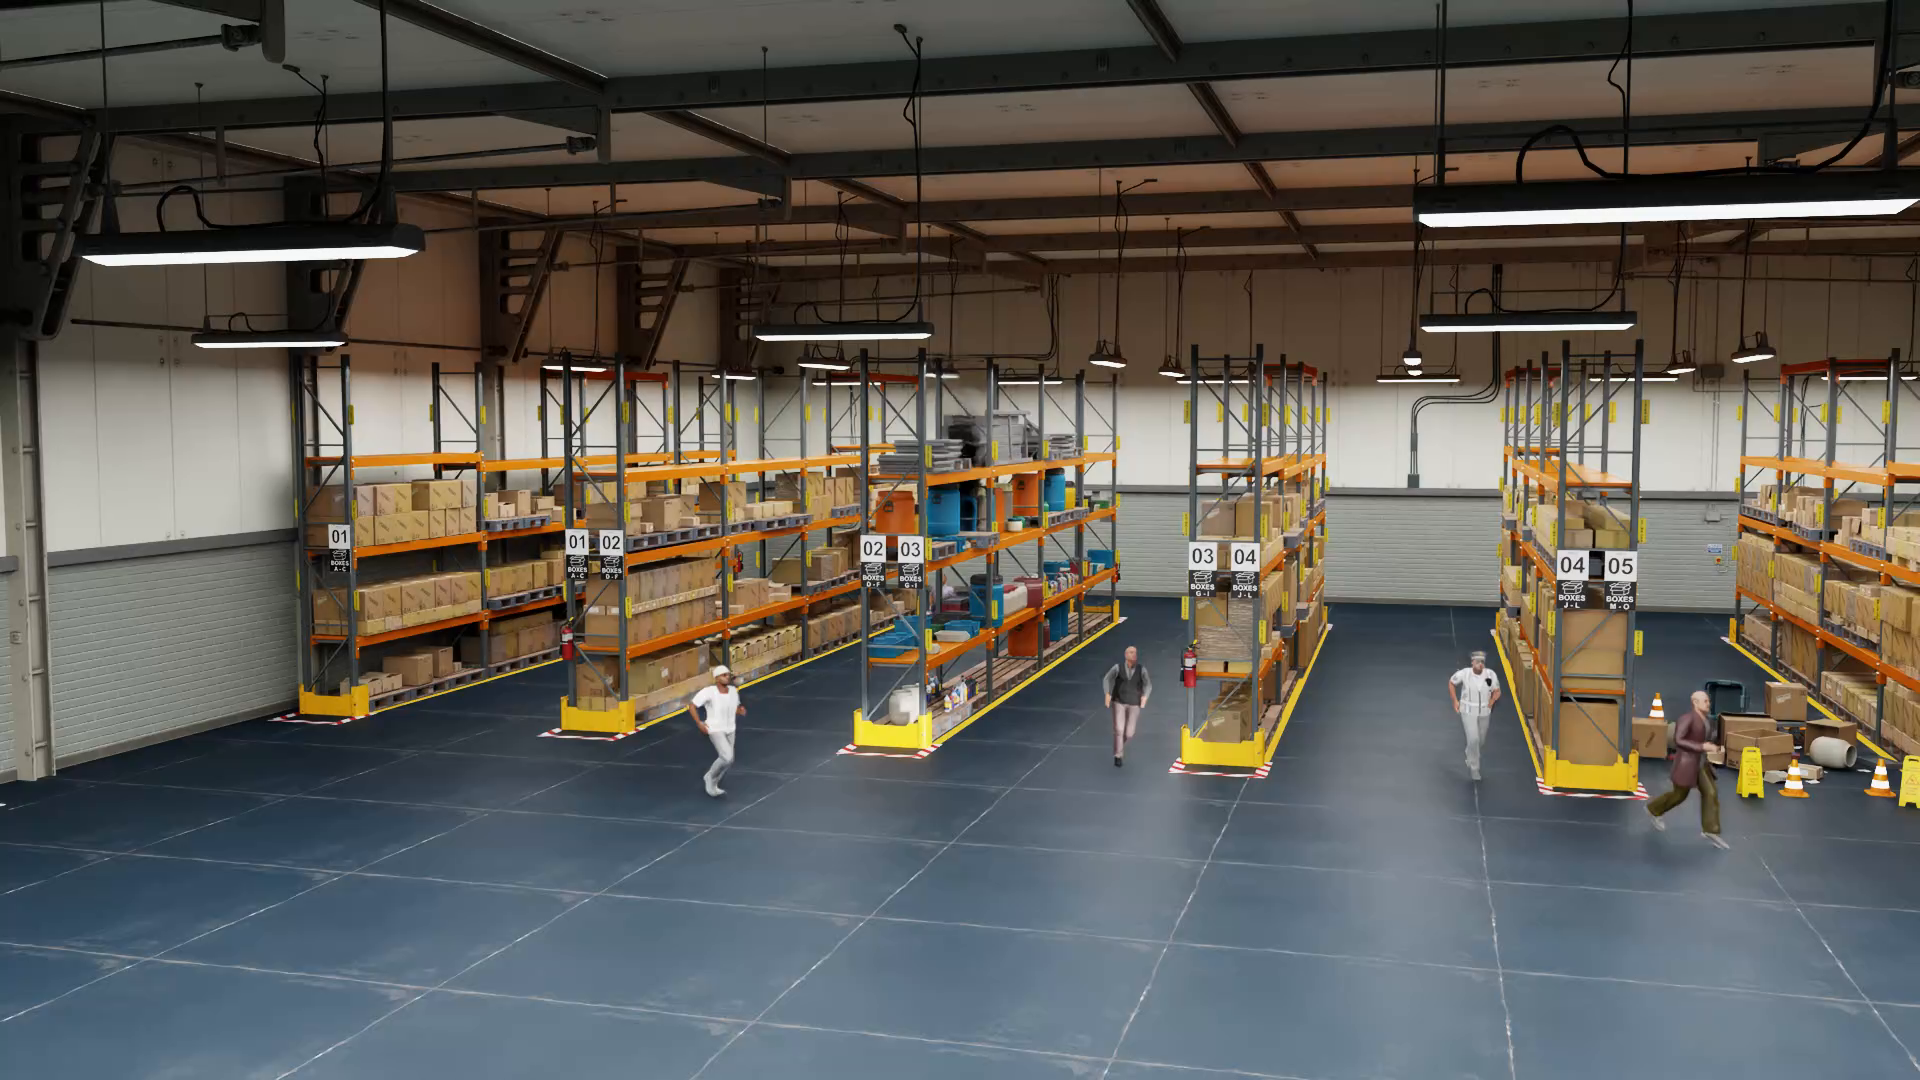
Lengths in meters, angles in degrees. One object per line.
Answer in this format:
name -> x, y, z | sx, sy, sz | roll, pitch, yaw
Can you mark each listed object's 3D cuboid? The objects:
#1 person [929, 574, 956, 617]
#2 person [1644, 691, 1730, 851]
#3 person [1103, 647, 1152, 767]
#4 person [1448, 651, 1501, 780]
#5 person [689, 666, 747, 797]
person -> -0.382, 1.532, 35.429 | 0.619, 1.619, 0.870 | 1, 4, 8
person -> 8.561, 2.653, 19.527 | 0.739, 1.800, 1.096 | -3, 5, -35
person -> 2.411, 2.383, 23.949 | 0.708, 1.686, 0.641 | 0, 4, 2
person -> 7.165, 2.434, 23.188 | 0.673, 1.848, 0.864 | 0, 4, 1
person -> -3.111, 2.500, 21.763 | 0.642, 1.722, 0.694 | 4, 6, 40
